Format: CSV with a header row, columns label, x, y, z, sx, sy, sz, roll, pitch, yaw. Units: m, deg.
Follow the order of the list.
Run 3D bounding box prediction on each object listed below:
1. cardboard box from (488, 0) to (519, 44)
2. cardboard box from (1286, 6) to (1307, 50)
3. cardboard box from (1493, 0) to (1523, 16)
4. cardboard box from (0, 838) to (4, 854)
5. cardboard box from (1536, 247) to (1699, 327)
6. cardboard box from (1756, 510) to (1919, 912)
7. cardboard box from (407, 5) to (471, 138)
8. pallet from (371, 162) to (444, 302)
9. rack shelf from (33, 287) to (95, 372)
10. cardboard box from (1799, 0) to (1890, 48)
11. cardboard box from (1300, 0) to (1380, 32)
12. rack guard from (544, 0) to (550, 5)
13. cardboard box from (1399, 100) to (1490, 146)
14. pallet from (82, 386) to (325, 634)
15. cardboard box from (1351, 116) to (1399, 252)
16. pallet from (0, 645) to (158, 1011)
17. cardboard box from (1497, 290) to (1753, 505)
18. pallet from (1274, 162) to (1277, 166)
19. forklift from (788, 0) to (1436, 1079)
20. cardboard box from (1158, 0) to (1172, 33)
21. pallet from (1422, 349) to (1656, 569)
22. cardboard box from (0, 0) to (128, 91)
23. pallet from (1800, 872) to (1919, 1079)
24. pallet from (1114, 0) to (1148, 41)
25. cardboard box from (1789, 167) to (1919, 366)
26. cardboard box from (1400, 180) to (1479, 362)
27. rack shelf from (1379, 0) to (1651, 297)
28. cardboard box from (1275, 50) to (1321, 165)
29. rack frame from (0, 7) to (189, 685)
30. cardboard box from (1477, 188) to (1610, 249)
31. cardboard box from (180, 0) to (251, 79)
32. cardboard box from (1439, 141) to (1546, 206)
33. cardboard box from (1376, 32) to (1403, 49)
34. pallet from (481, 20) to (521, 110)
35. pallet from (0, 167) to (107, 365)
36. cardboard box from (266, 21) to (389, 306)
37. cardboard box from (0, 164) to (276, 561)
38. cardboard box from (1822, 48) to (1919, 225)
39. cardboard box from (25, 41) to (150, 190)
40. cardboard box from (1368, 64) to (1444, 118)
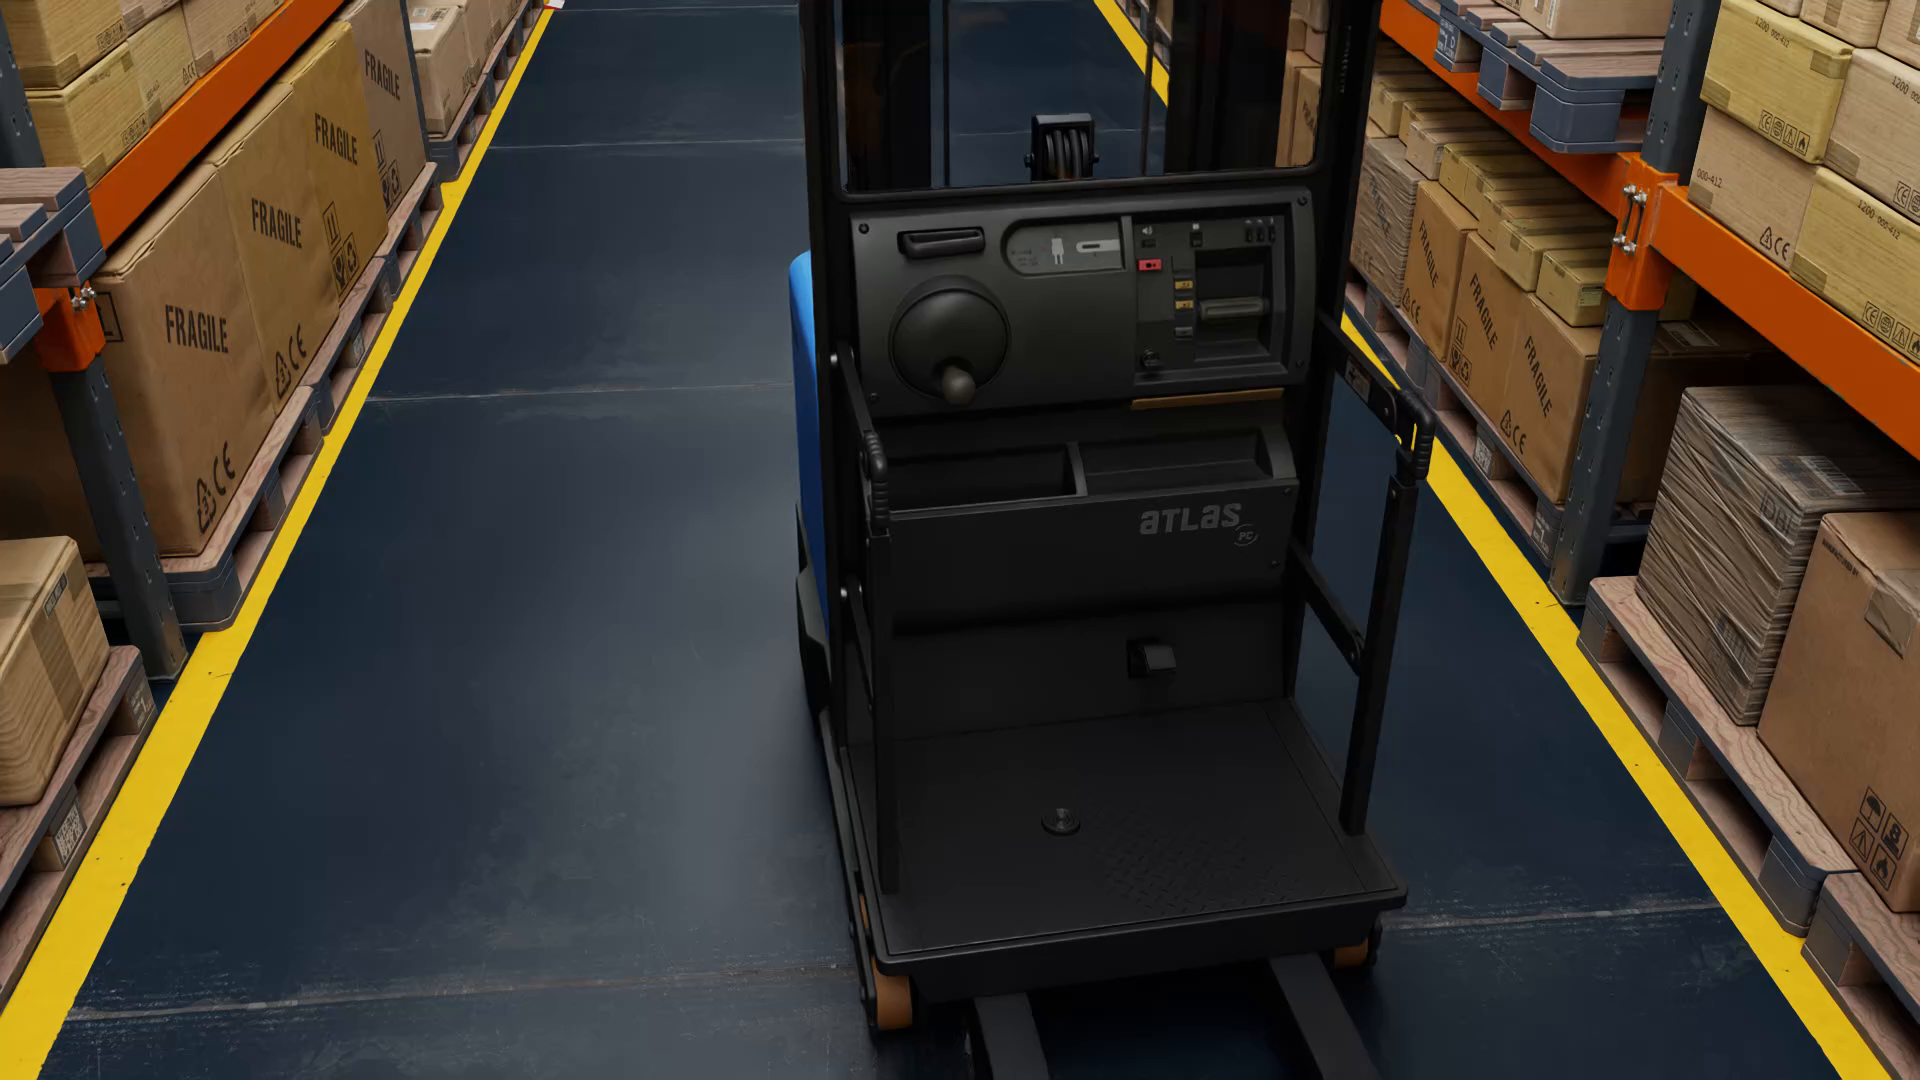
label,x,y,z,sx,sy,sz,roll,pitch,yaw
cardboard box,-3.160,-3.267,9.883,0.875,0.438,0.875,-2,31,-3
cardboard box,1.669,-2.373,7.693,0.380,0.149,0.250,-1,31,-2
cardboard box,1.853,-1.780,5.041,0.500,0.250,0.500,-4,31,-7
cardboard box,-2.548,0.712,3.286,0.950,0.372,0.625,-3,31,-6
cardboard box,1.975,-0.766,5.003,0.380,0.149,0.250,-4,31,-7
cardboard box,2.387,0.351,3.644,0.875,0.625,0.625,-2,31,-3
cardboard box,-2.993,-2.349,8.347,0.875,0.438,0.875,-3,31,-5
pallet,-2.895,-1.356,7.314,1.003,0.211,1.213,-3,31,-5
rack shelf,-2.481,0.429,2.308,1.077,0.370,4.000,-3,31,-5
cardboard box,2.036,-1.149,3.519,0.380,0.149,0.250,-2,31,-4
cardboard box,1.741,-2.370,7.398,0.380,0.149,0.250,-4,31,-7
rack guard,-3.418,-3.925,11.333,1.175,0.500,0.348,-3,31,-5
cardboard box,1.907,-1.573,6.353,0.380,0.149,0.250,-3,31,-4
pallet,-2.667,-0.110,5.228,1.003,0.211,1.213,-3,31,-5
cardboard box,1.823,-1.506,6.874,0.500,0.500,0.500,-4,31,-6
pallet,-2.596,0.695,3.880,1.003,0.211,1.213,-3,31,-5
cardboard box,2.020,-0.453,5.112,0.500,0.500,0.500,-2,31,-3
pallet,2.014,-1.572,7.677,1.003,0.211,1.213,-3,31,-5
forklift,0.294,-0.427,3.107,1.130,2.935,3.031,-5,31,-9
cardboard box,1.480,-3.302,9.882,0.500,0.500,0.500,-2,31,-4
pallet,2.242,-0.327,5.591,1.003,0.211,1.213,-3,31,-5
cardboard box,-2.469,-1.322,4.197,0.500,0.250,0.500,-3,31,-5
pallet,2.423,1.100,3.203,1.003,0.211,1.213,-3,31,-5
pallet,1.609,-3.582,11.042,1.003,0.211,1.213,-3,31,-5
cardboard box,2.114,-0.581,3.444,0.500,0.250,0.500,-3,31,-6
cardboard box,1.932,-0.977,5.988,0.500,0.500,0.500,-1,31,-2
rack shelf,2.087,-1.853,6.129,1.077,0.370,4.000,-3,31,-5
cardboard box,1.721,-2.032,7.755,0.500,0.500,0.500,-1,31,-2
rack frame,-2.668,-0.901,3.833,1.000,3.000,0.127,-3,31,-5
cardboard box,1.938,-1.041,5.463,0.380,0.149,0.250,-4,31,-6
cardboard box,-2.572,-1.628,5.197,0.500,0.250,0.500,-2,31,-3
cardboard box,1.935,-1.305,5.905,0.380,0.149,0.250,-3,31,-5
cardboard box,1.807,-2.104,7.244,0.380,0.149,0.250,-4,31,-7
pallet,-3.152,-2.762,9.669,1.003,0.211,1.213,-3,31,-5
pallet,-2.495,-0.460,3.282,1.213,0.211,1.003,-3,31,-5
cardboard box,-2.812,-1.438,6.394,0.875,0.875,0.875,-2,31,-3
cardboard box,-2.650,-0.526,4.868,0.875,0.875,0.875,-3,31,-5
cardboard box,2.118,-0.797,3.318,0.500,0.250,0.500,-2,31,-3
cardboard box,-2.463,-1.099,4.310,0.500,0.250,0.500,-3,31,-5
cardboard box,1.832,-1.836,6.794,0.380,0.149,0.250,-3,31,-5
